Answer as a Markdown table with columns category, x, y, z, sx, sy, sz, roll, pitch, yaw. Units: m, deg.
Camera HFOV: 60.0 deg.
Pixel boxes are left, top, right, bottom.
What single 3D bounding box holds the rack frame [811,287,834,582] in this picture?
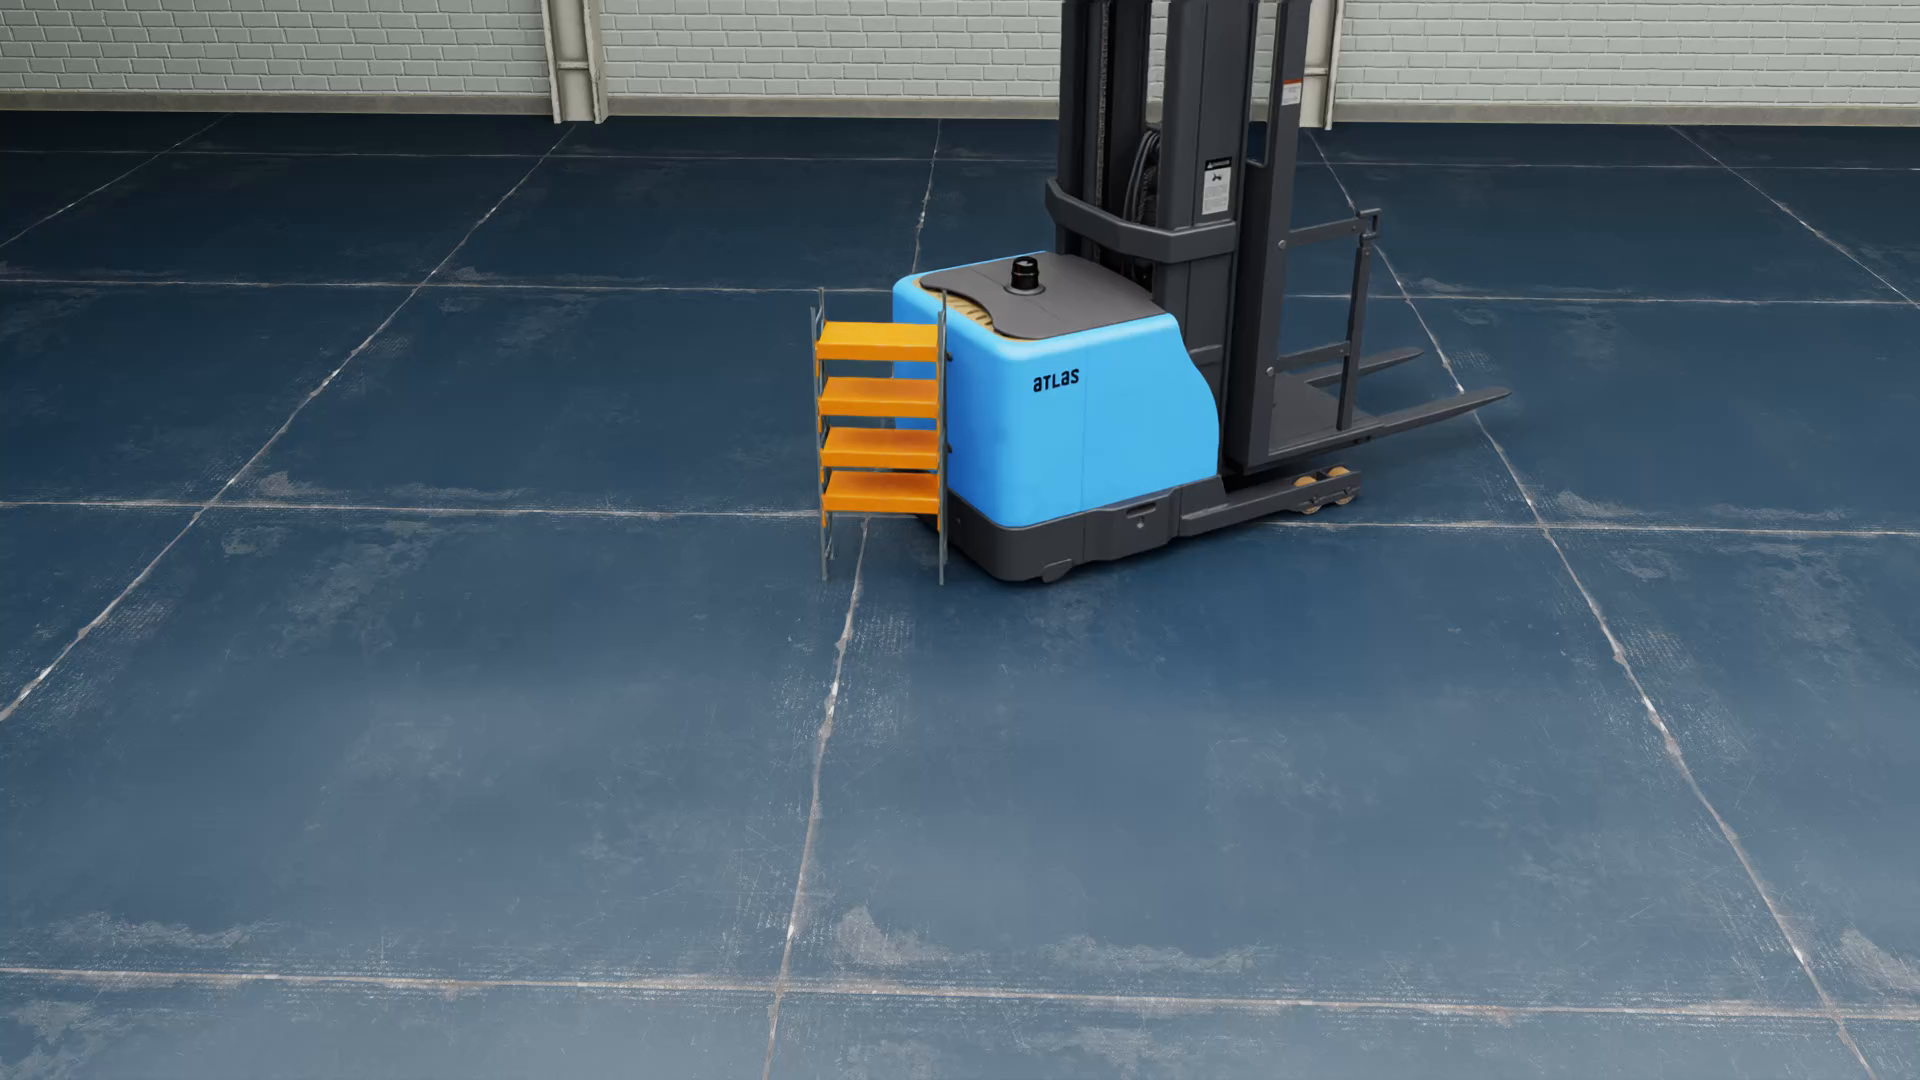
| category | x | y | z | sx | sy | sz | roll | pitch | yaw |
| --- | --- | --- | --- | --- | --- | --- | --- | --- | --- |
| rack frame | -0.556 | -0.412 | 6.747 | 0.015 | 1.200 | 0.240 | 2 | 28 | 4 |

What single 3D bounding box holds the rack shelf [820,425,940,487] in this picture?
| category | x | y | z | sx | sy | sz | roll | pitch | yaw |
| --- | --- | --- | --- | --- | --- | --- | --- | --- | --- |
| rack shelf | -0.312 | -0.345 | 6.763 | 0.480 | 0.148 | 0.258 | 2 | 28 | 4 |

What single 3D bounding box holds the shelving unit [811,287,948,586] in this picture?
| category | x | y | z | sx | sy | sz | roll | pitch | yaw |
| --- | --- | --- | --- | --- | --- | --- | --- | --- | --- |
| shelving unit | -0.312 | -0.404 | 6.731 | 0.503 | 1.200 | 0.258 | 2 | 28 | 4 |

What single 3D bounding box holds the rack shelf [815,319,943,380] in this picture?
| category | x | y | z | sx | sy | sz | roll | pitch | yaw |
| --- | --- | --- | --- | --- | --- | --- | --- | --- | --- |
| rack shelf | -0.312 | -0.751 | 6.547 | 0.480 | 0.148 | 0.258 | 2 | 28 | 4 |

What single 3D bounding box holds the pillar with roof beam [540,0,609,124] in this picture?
| category | x | y | z | sx | sy | sz | roll | pitch | yaw |
| --- | --- | --- | --- | --- | --- | --- | --- | --- | --- |
| pillar with roof beam | -3.311 | -5.479 | 7.978 | 0.400 | 9.000 | 9.100 | 1 | 28 | 2 |

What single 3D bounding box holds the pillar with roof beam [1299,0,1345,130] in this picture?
| category | x | y | z | sx | sy | sz | roll | pitch | yaw |
| --- | --- | --- | --- | --- | --- | --- | --- | --- | --- |
| pillar with roof beam | 2.686 | -5.380 | 7.791 | 0.400 | 9.000 | 9.100 | 1 | 28 | 2 |

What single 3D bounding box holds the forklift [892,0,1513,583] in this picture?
| category | x | y | z | sx | sy | sz | roll | pitch | yaw |
| --- | --- | --- | --- | --- | --- | --- | --- | --- | --- |
| forklift | 1.234 | -1.610 | 7.158 | 3.031 | 2.935 | 1.130 | -15 | 31 | -26 |

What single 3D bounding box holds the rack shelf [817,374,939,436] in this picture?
| category | x | y | z | sx | sy | sz | roll | pitch | yaw |
| --- | --- | --- | --- | --- | --- | --- | --- | --- | --- |
| rack shelf | -0.312 | -0.542 | 6.658 | 0.480 | 0.148 | 0.258 | 2 | 28 | 4 |

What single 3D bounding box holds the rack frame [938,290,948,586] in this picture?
| category | x | y | z | sx | sy | sz | roll | pitch | yaw |
| --- | --- | --- | --- | --- | --- | --- | --- | --- | --- |
| rack frame | -0.069 | -0.396 | 6.716 | 0.015 | 1.200 | 0.240 | 2 | 28 | 4 |

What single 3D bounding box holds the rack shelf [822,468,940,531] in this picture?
| category | x | y | z | sx | sy | sz | roll | pitch | yaw |
| --- | --- | --- | --- | --- | --- | --- | --- | --- | --- |
| rack shelf | -0.312 | -0.169 | 6.856 | 0.480 | 0.148 | 0.258 | 2 | 28 | 4 |
